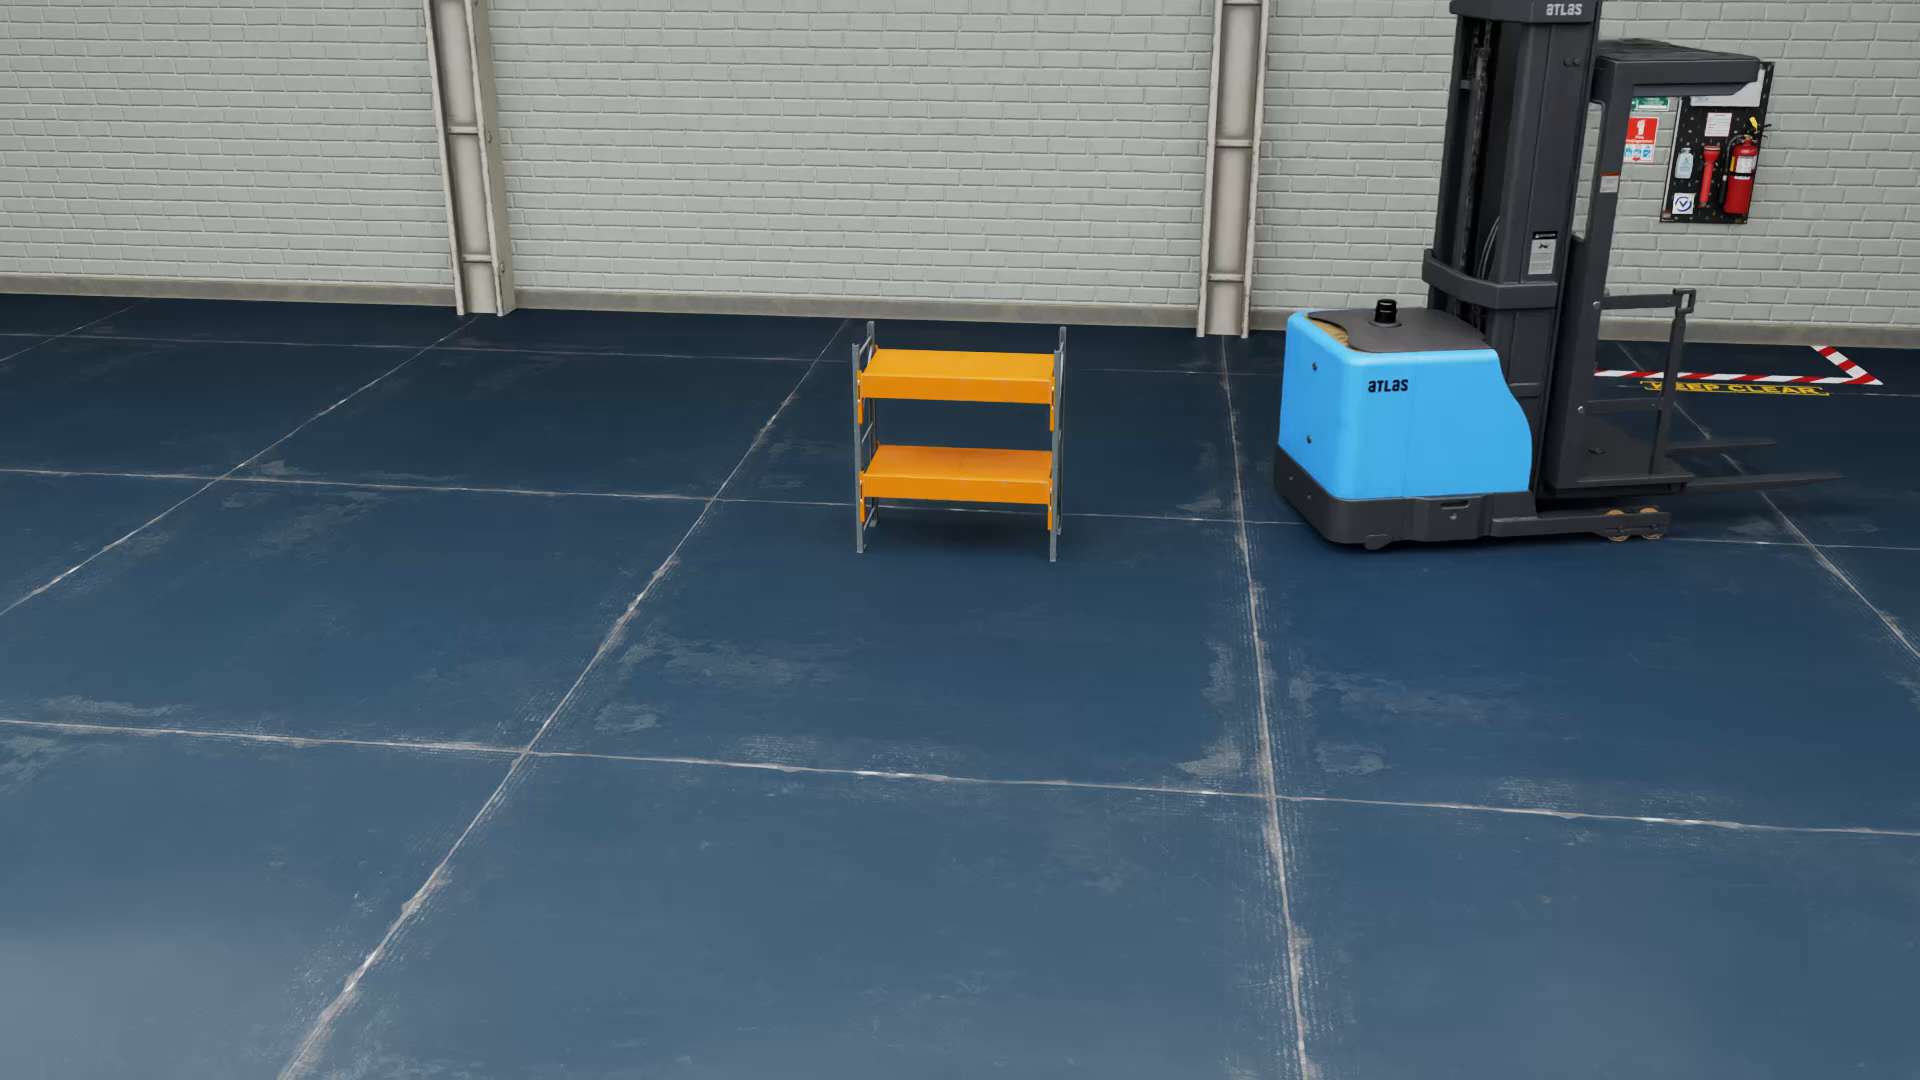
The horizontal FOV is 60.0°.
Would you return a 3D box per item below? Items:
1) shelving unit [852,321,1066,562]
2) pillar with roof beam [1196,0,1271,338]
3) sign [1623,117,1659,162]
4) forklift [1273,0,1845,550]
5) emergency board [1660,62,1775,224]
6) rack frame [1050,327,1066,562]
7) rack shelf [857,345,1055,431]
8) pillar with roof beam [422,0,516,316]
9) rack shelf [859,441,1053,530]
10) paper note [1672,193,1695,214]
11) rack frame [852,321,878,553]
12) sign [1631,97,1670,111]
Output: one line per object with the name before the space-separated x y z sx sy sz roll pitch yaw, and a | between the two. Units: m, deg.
shelving unit | 0.007 -0.523 8.732 1.048 1.125 0.538 2 22 6
pillar with roof beam | 1.552 -4.244 7.435 0.400 9.000 9.100 2 22 6
sign | 5.030 -2.965 12.312 0.234 0.329 0.001 2 22 6
forklift | 3.361 -1.544 8.859 3.031 2.935 1.130 -3 22 -8
emergency board | 5.567 -2.887 12.162 0.643 1.169 0.194 2 22 6
rack frame | 0.512 -0.501 8.677 0.032 1.125 0.500 2 22 6
rack shelf | 0.007 -0.795 8.625 1.000 0.278 0.538 2 22 6
pillar with roof beam | -4.406 -4.503 8.091 0.400 9.000 9.100 2 22 6
rack shelf | 0.007 -0.295 8.822 1.000 0.278 0.538 2 22 6
paper note | 5.400 -2.510 12.407 0.142 0.148 0.016 2 22 6
rack frame | -0.498 -0.545 8.788 0.032 1.125 0.500 2 22 6
sign | 5.034 -3.208 12.205 0.331 0.109 0.001 2 22 6
